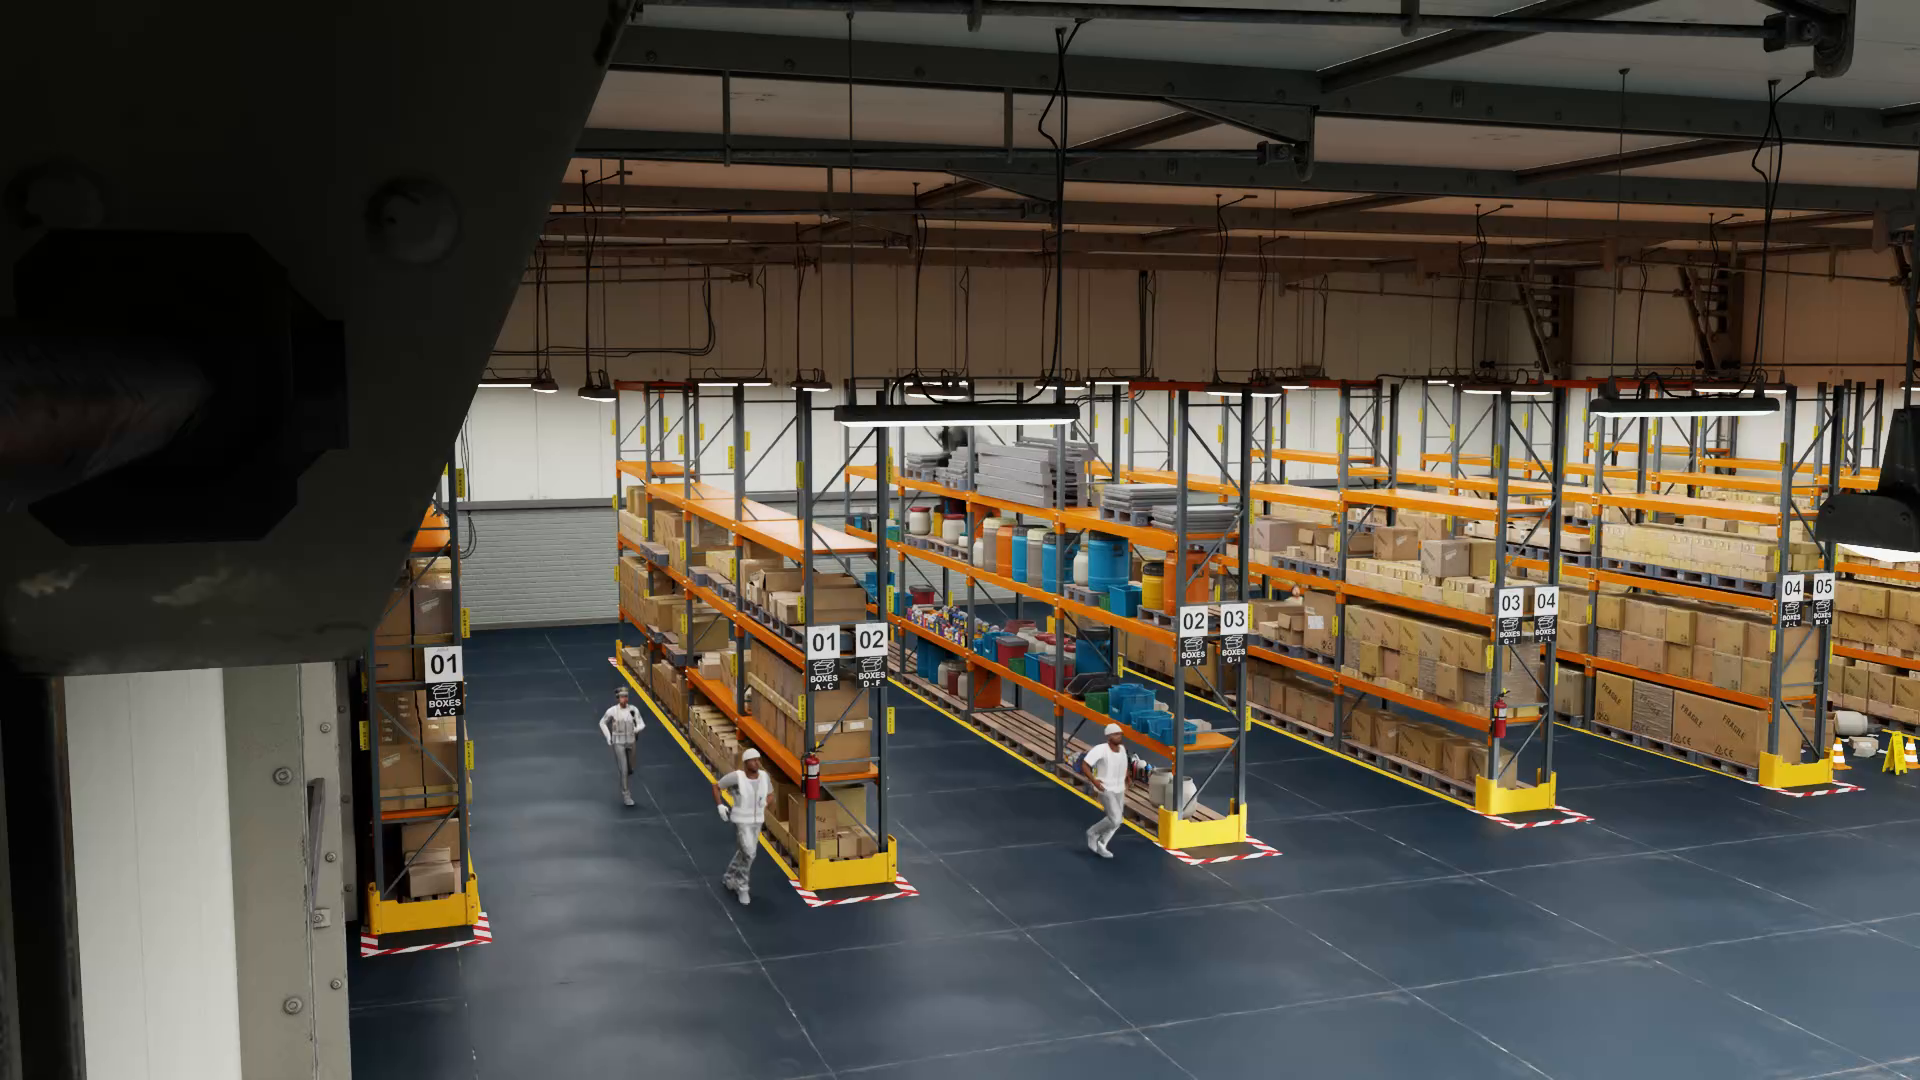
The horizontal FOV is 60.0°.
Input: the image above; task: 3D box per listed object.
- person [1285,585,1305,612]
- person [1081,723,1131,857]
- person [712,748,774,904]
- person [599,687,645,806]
[{"bbox_3d":[7.186,1.775,35.514,0.584,1.633,0.535,-1,6,-14],"label":"person"},{"bbox_3d":[1.954,3.216,21.398,0.737,1.717,0.525,-5,8,-41],"label":"person"},{"bbox_3d":[-2.545,3.385,19.827,0.697,1.829,0.684,6,8,45],"label":"person"},{"bbox_3d":[-4.880,2.943,24.113,0.624,1.669,0.874,-3,7,-27],"label":"person"}]
